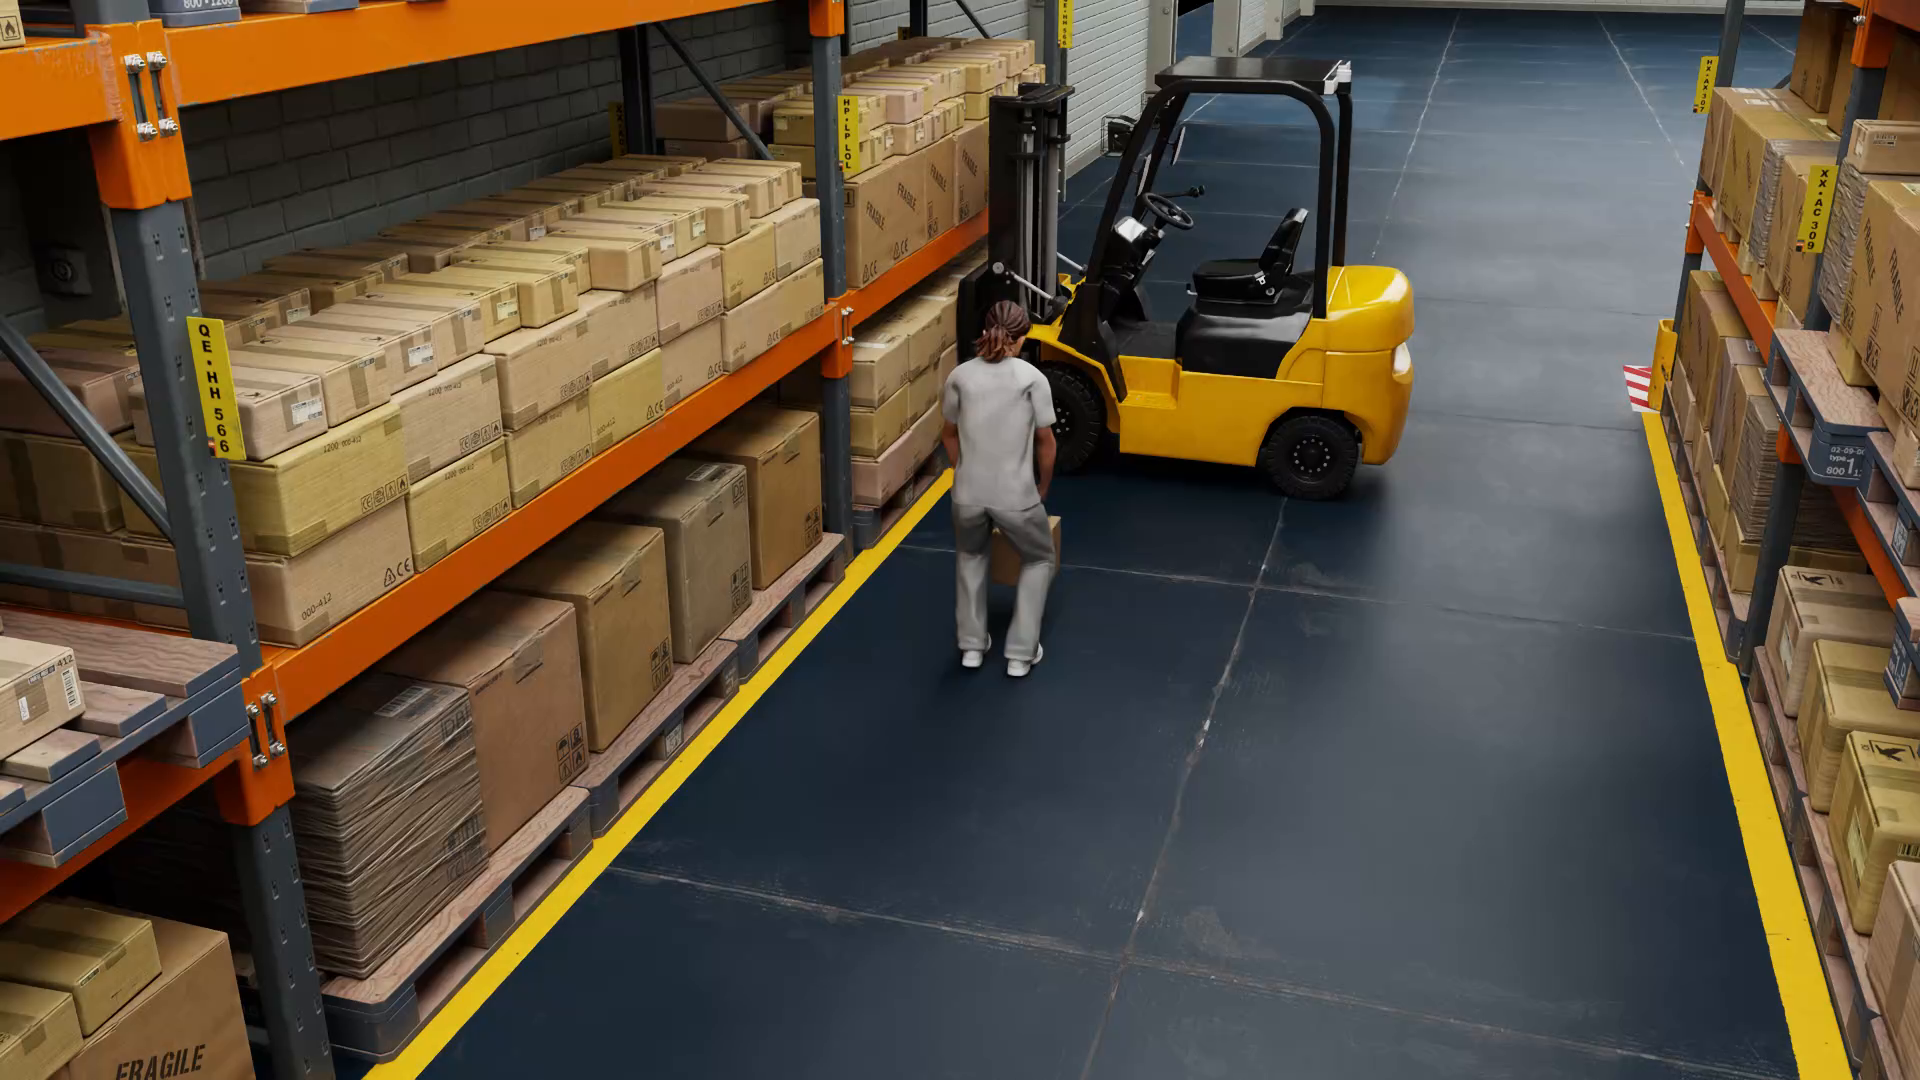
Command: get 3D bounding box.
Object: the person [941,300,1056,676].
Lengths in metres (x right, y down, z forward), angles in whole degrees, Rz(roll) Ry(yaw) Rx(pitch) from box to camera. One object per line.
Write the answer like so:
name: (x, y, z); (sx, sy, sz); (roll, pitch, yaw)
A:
person: (0.145, -0.199, 6.810); (0.483, 1.514, 0.532); (7, 23, 16)
